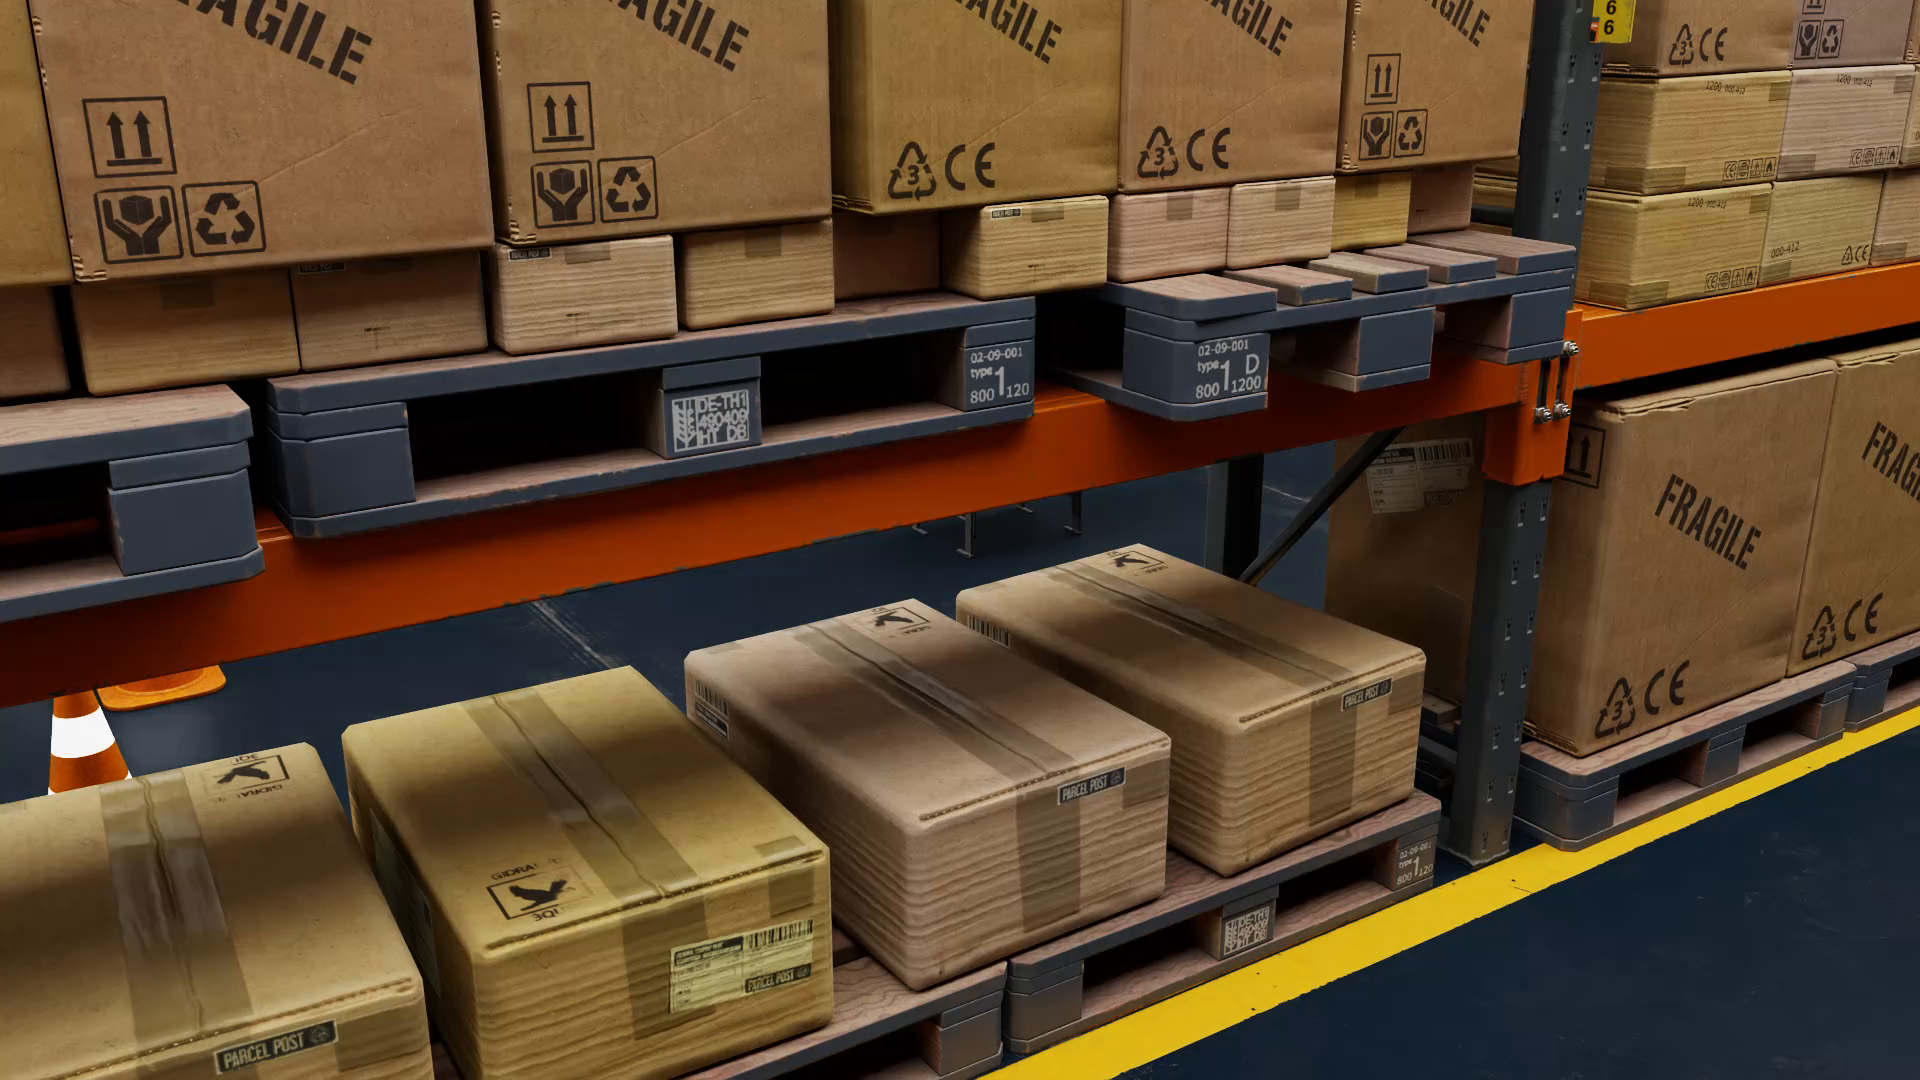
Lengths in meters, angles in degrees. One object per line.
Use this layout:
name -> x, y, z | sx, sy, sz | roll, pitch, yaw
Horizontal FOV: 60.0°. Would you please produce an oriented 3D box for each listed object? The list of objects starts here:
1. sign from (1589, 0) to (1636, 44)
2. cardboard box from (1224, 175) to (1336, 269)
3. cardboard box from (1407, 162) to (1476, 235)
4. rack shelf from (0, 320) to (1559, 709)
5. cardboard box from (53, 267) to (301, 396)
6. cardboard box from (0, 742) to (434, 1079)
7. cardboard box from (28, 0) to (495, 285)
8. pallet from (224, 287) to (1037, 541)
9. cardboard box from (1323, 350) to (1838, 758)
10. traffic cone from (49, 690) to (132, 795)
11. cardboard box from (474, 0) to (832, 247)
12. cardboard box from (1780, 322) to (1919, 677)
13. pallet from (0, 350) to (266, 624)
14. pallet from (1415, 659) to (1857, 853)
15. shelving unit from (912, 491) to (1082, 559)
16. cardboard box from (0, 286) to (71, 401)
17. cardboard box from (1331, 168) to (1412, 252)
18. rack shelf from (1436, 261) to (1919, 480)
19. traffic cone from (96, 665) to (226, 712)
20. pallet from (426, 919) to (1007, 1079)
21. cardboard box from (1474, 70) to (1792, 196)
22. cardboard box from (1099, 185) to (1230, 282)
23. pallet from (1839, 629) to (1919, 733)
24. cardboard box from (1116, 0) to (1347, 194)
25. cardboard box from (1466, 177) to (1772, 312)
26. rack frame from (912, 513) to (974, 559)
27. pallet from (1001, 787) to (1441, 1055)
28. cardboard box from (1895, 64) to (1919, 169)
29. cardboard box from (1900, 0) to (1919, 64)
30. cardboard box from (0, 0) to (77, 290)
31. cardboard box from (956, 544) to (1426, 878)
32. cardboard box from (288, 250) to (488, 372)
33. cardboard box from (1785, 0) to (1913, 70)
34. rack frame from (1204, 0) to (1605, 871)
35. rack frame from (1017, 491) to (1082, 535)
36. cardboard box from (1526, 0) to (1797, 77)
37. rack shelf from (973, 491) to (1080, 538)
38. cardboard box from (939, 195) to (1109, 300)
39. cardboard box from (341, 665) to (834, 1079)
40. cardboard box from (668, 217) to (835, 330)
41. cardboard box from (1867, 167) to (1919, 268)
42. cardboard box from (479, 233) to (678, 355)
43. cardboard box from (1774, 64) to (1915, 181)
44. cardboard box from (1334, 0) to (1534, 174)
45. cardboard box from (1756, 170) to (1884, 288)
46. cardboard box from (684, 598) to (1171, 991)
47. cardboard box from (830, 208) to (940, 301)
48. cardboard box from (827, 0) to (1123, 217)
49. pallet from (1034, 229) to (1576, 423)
sign -> 1.300, -1.151, 3.282 | 0.005, 0.325, 0.100 | -12, 22, -31
cardboard box -> 0.479, -0.620, 3.131 | 0.250, 0.149, 0.380 | -12, 22, -32
cardboard box -> 0.849, -0.743, 3.495 | 0.250, 0.149, 0.380 | -11, 22, -29
rack shelf -> -0.677, -0.090, 2.952 | 4.000, 0.370, 1.077 | -12, 22, -31
cardboard box -> -1.066, -0.318, 2.238 | 0.250, 0.149, 0.380 | -12, 22, -31
cardboard box -> -1.312, 0.746, 2.801 | 0.625, 0.372, 0.950 | -10, 21, -28
cardboard box -> -0.960, -0.644, 2.189 | 0.500, 0.500, 0.500 | -12, 22, -32
pallet -> -0.638, -0.333, 2.846 | 1.213, 0.211, 1.003 | -12, 22, -31
cardboard box -> 1.616, -0.075, 4.446 | 0.875, 0.875, 0.875 | -12, 22, -32
traffic cone -> -2.082, 0.530, 3.955 | 0.334, 0.463, 0.336 | -12, 22, -31
cardboard box -> -0.537, -0.737, 2.466 | 0.500, 0.500, 0.500 | -13, 23, -34
cardboard box -> 2.363, -0.231, 4.907 | 0.875, 0.875, 0.875 | -12, 22, -31
pallet -> -1.629, -0.084, 2.109 | 1.213, 0.211, 1.003 | -12, 22, -31
pallet -> 1.693, 0.419, 4.677 | 1.213, 0.211, 1.003 | -12, 22, -31
shelving unit -> 0.138, -1.024, 5.995 | 0.503, 2.100, 0.431 | -12, 22, -31
cardboard box -> -1.304, -0.284, 2.137 | 0.250, 0.149, 0.380 | -10, 21, -28
cardboard box -> 0.665, -0.676, 3.298 | 0.250, 0.149, 0.380 | -12, 22, -31
rack shelf -> 2.664, -0.795, 5.036 | 4.000, 0.370, 1.077 | -12, 22, -31
traffic cone -> -2.390, 0.211, 4.897 | 0.334, 0.463, 0.336 | -12, 22, -31
pallet -> -0.678, 0.888, 3.288 | 1.213, 0.211, 1.003 | -12, 22, -31
cardboard box -> 1.552, -0.973, 3.891 | 0.500, 0.250, 0.500 | -12, 22, -32
cardboard box -> 0.264, -0.578, 3.006 | 0.250, 0.149, 0.380 | -13, 23, -34
pallet -> 2.711, 0.205, 5.308 | 1.213, 0.211, 1.003 | -12, 22, -31
cardboard box -> 0.341, -0.922, 3.013 | 0.500, 0.500, 0.500 | -12, 22, -32
cardboard box -> 1.540, -0.731, 3.959 | 0.500, 0.250, 0.500 | -12, 22, -32
rack frame -> -0.066, -0.981, 5.868 | 0.015, 2.100, 0.400 | -12, 22, -31
pallet -> 0.340, 0.675, 3.919 | 1.213, 0.211, 1.003 | -12, 22, -31
cardboard box -> 2.408, -1.148, 4.410 | 0.500, 0.250, 0.500 | -12, 22, -32
cardboard box -> 2.389, -1.503, 4.290 | 0.500, 0.500, 0.500 | -11, 22, -30
cardboard box -> -1.380, -0.560, 1.943 | 0.500, 0.500, 0.500 | -12, 22, -31
cardboard box -> 0.516, 0.359, 3.946 | 0.625, 0.372, 0.950 | -14, 23, -35
cardboard box -> -0.859, -0.361, 2.365 | 0.250, 0.149, 0.380 | -12, 22, -31
cardboard box -> 1.949, -1.416, 4.032 | 0.500, 0.500, 0.500 | -12, 22, -31
rack frame -> 0.993, -0.784, 3.879 | 0.127, 3.000, 1.000 | -12, 22, -31
rack frame -> 0.342, -1.067, 6.122 | 0.015, 2.100, 0.400 | -12, 22, -31
cardboard box -> 1.540, -1.326, 3.766 | 0.500, 0.500, 0.500 | -13, 22, -33
rack shelf -> 0.138, -0.348, 6.223 | 0.480, 0.518, 0.431 | -12, 22, -31
cardboard box -> 0.042, -0.525, 2.852 | 0.250, 0.149, 0.380 | -11, 22, -30
cardboard box -> -0.733, 0.623, 3.165 | 0.625, 0.372, 0.950 | -11, 22, -30
cardboard box -> -0.402, -0.449, 2.625 | 0.250, 0.149, 0.380 | -13, 22, -33
cardboard box -> 2.401, -0.917, 4.509 | 0.500, 0.250, 0.500 | -11, 22, -30
cardboard box -> -0.608, -0.394, 2.463 | 0.250, 0.149, 0.380 | -11, 22, -29
cardboard box -> 1.984, -1.063, 4.160 | 0.500, 0.250, 0.500 | -11, 22, -30
cardboard box -> 0.766, -1.016, 3.291 | 0.500, 0.500, 0.500 | -13, 22, -33
cardboard box -> 1.959, -0.827, 4.240 | 0.500, 0.250, 0.500 | -13, 22, -33
cardboard box -> -0.096, 0.491, 3.555 | 0.625, 0.372, 0.950 | -12, 22, -32
cardboard box -> -0.237, -0.515, 2.821 | 0.250, 0.149, 0.380 | -12, 22, -31
cardboard box -> -0.080, -0.833, 2.749 | 0.500, 0.500, 0.500 | -14, 23, -35
pallet -> 0.457, -0.539, 3.454 | 1.003, 0.211, 1.213 | -12, 22, -31
